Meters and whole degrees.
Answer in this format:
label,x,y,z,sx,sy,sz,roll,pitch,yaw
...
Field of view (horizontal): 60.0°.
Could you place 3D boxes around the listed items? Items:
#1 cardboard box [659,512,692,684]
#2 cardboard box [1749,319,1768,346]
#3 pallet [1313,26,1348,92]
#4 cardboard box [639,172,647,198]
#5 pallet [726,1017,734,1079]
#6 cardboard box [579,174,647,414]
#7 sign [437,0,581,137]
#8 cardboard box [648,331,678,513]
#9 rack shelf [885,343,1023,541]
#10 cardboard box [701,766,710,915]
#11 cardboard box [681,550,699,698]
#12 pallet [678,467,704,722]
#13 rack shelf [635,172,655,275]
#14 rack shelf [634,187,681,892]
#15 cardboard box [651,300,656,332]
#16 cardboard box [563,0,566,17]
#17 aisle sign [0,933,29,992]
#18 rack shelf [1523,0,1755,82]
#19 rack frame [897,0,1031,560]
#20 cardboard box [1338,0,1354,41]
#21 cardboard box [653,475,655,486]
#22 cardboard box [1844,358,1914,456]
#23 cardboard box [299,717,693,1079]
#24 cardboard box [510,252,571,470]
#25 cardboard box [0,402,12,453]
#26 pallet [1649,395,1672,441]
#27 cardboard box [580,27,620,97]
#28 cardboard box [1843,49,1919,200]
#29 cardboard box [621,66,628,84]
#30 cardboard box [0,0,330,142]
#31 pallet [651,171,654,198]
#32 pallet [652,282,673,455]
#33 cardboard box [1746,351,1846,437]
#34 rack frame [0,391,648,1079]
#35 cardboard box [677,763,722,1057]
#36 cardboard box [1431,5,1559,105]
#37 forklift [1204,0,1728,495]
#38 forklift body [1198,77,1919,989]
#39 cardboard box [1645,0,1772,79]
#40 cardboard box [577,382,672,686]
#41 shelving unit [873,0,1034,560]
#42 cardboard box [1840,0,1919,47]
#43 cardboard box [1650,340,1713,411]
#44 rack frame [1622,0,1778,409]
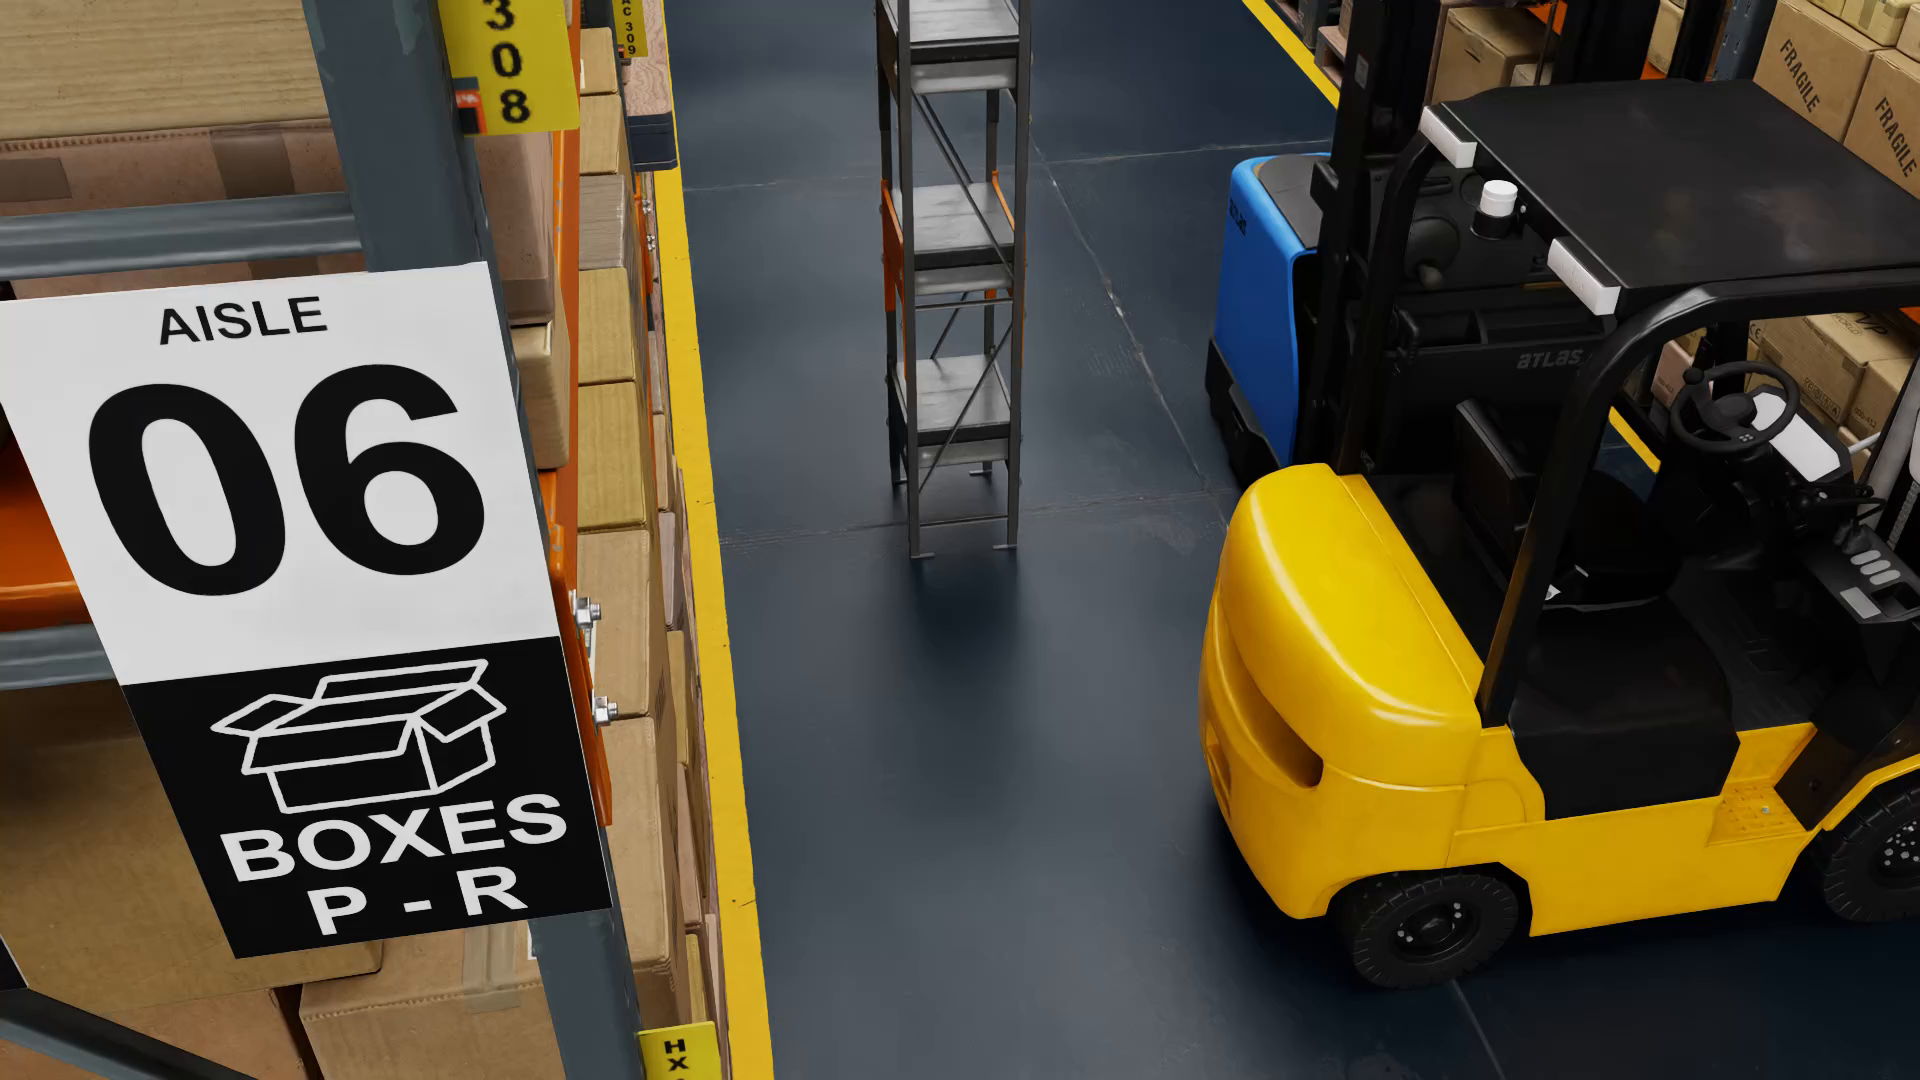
label,x,y,z,sx,sy,sz,roll,pitch,yaw
cardboard box,-1.040,0.284,4.727,0.500,0.500,0.500,-4,38,-6
cardboard box,3.072,-0.969,6.136,0.500,0.250,0.500,-7,38,-9
pallet,2.701,-2.633,9.467,1.003,0.211,1.213,-6,38,-8
cardboard box,-1.937,-1.582,7.641,0.950,0.372,0.625,-5,38,-6
pallet,-1.009,1.693,3.898,1.003,0.211,1.213,-6,38,-8
cardboard box,-1.075,-0.576,4.222,0.500,0.500,0.500,-5,38,-7
sign,-0.354,-0.456,1.234,0.100,0.325,0.005,-6,38,-8
cardboard box,-1.222,-0.331,5.519,0.500,0.500,0.500,-7,38,-9
rack shelf,-0.029,-0.366,6.172,0.431,0.518,0.480,-6,38,-8
cardboard box,-0.948,0.898,4.548,0.500,0.250,0.500,-4,38,-5
cardboard box,-1.118,0.285,5.337,0.500,0.250,0.500,-7,38,-9
pallet,-1.437,0.220,5.795,1.003,0.211,1.213,-6,38,-8
rack shelf,-1.940,-2.207,7.233,1.077,0.370,4.000,-6,38,-8
rack shelf,-1.239,0.209,4.123,1.077,0.370,4.000,-6,38,-8
cardboard box,-1.684,-0.728,6.542,0.950,0.372,0.625,-6,38,-7
cardboard box,-0.793,-0.748,2.202,0.500,0.250,0.500,-7,38,-9
aisle sign,-1.163,0.175,1.461,0.394,0.787,0.004,-6,38,-8
rack shelf,2.946,-2.743,7.923,1.077,0.370,4.000,-6,38,-8
rack frame,0.014,-0.782,5.545,0.400,2.100,0.015,-6,38,-8
cardboard box,2.691,-3.085,9.370,0.875,0.625,0.625,-5,38,-7
cardboard box,-0.956,-0.100,4.139,0.380,0.149,0.250,-6,38,-8
cardboard box,3.251,-0.359,5.351,0.500,0.250,0.500,-5,38,-6
cardboard box,-0.698,0.660,2.632,0.500,0.500,0.500,-7,38,-9
cardboard box,-0.627,-0.188,1.807,0.380,0.149,0.250,-6,38,-8
cardboard box,-1.226,-0.138,1.743,0.380,0.149,0.250,-6,38,-8
pallet,3.395,-0.234,6.379,1.003,0.211,1.213,-6,38,-8
cardboard box,-1.267,-1.199,5.024,0.500,0.500,0.500,-7,38,-9
cardboard box,3.225,-1.250,5.333,0.500,0.500,0.500,-6,38,-7
cardboard box,-1.376,-1.718,5.879,0.380,0.149,0.250,-6,38,-7
cardboard box,-0.750,-0.504,1.564,0.380,0.149,0.250,-6,38,-8
pallet,-2.155,-2.126,8.815,1.003,0.211,1.213,-6,38,-8
pallet,-1.728,-0.652,6.918,1.003,0.211,1.213,-6,38,-8
cardboard box,3.168,-0.468,5.898,0.500,0.250,0.500,-6,38,-8
rack frame,-0.888,1.133,2.347,1.000,3.000,0.127,-6,38,-8
cardboard box,-0.858,0.910,3.922,0.500,0.500,0.500,-8,38,-10
cardboard box,2.932,-2.285,8.340,0.875,0.625,0.625,-8,39,-10
forklift,1.763,-0.931,5.060,1.130,2.935,3.031,-6,38,-7
forklift body,1.869,-0.018,4.519,2.313,2.155,1.214,-6,38,-8
cardboard box,2.951,-2.037,6.549,0.500,0.250,0.500,-5,38,-7
cardboard box,-0.883,0.040,3.430,0.500,0.500,0.500,-7,38,-9
shelving unit,-0.029,-0.929,5.735,0.431,2.100,0.503,-6,38,-8
cardboard box,3.140,-1.738,5.432,0.380,0.149,0.250,-5,38,-7
cardboard box,3.055,-0.572,6.440,0.500,0.250,0.500,-6,38,-7
rack frame,3.296,-1.820,6.147,1.000,3.000,0.127,-6,38,-8
